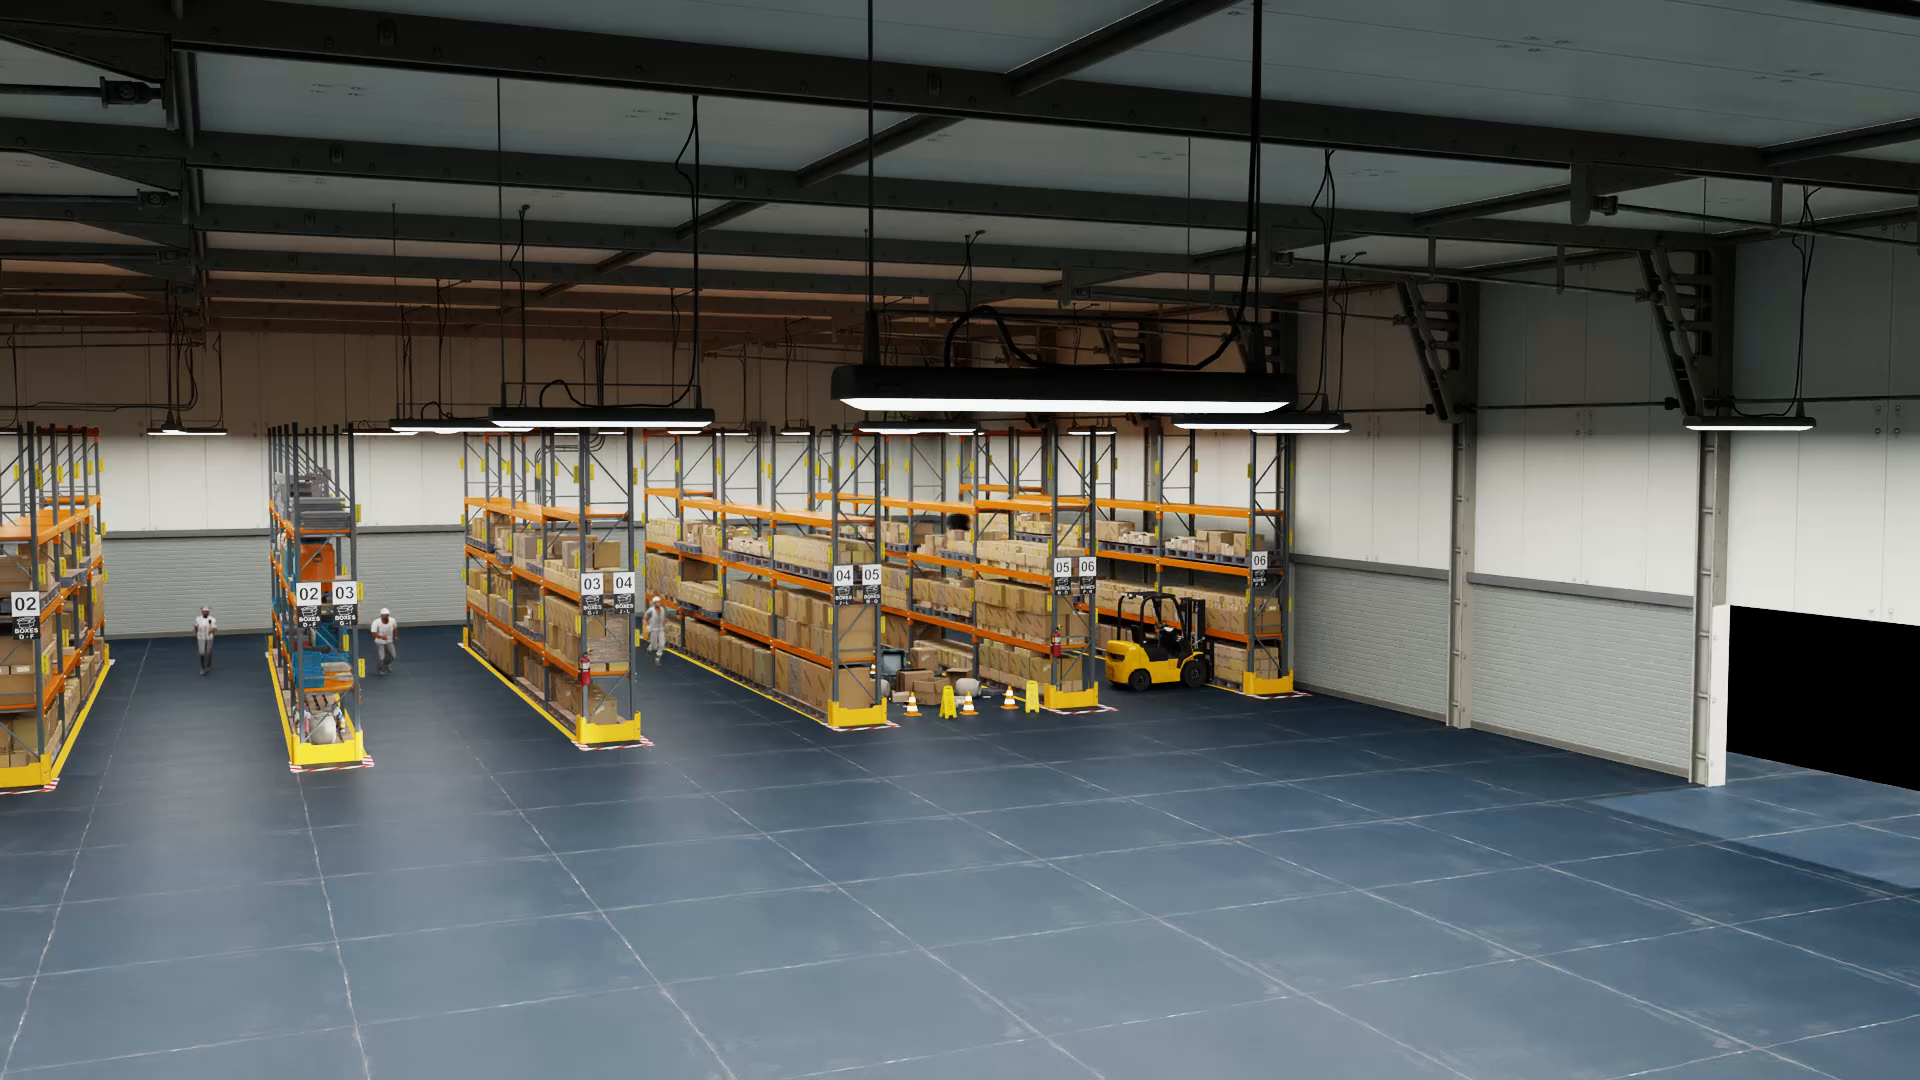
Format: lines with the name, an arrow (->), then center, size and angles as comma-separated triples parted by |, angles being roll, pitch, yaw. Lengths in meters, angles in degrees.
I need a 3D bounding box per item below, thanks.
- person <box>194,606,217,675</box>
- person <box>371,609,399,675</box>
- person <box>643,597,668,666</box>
person -> -18.326, 2.432, 40.401 | 0.494, 1.707, 0.789 | -2, 4, -25
person -> -13.831, 2.457, 40.026 | 0.717, 1.652, 0.768 | -3, 5, -41
person -> -7.724, 2.296, 42.136 | 0.656, 1.735, 0.676 | -2, 4, -35
